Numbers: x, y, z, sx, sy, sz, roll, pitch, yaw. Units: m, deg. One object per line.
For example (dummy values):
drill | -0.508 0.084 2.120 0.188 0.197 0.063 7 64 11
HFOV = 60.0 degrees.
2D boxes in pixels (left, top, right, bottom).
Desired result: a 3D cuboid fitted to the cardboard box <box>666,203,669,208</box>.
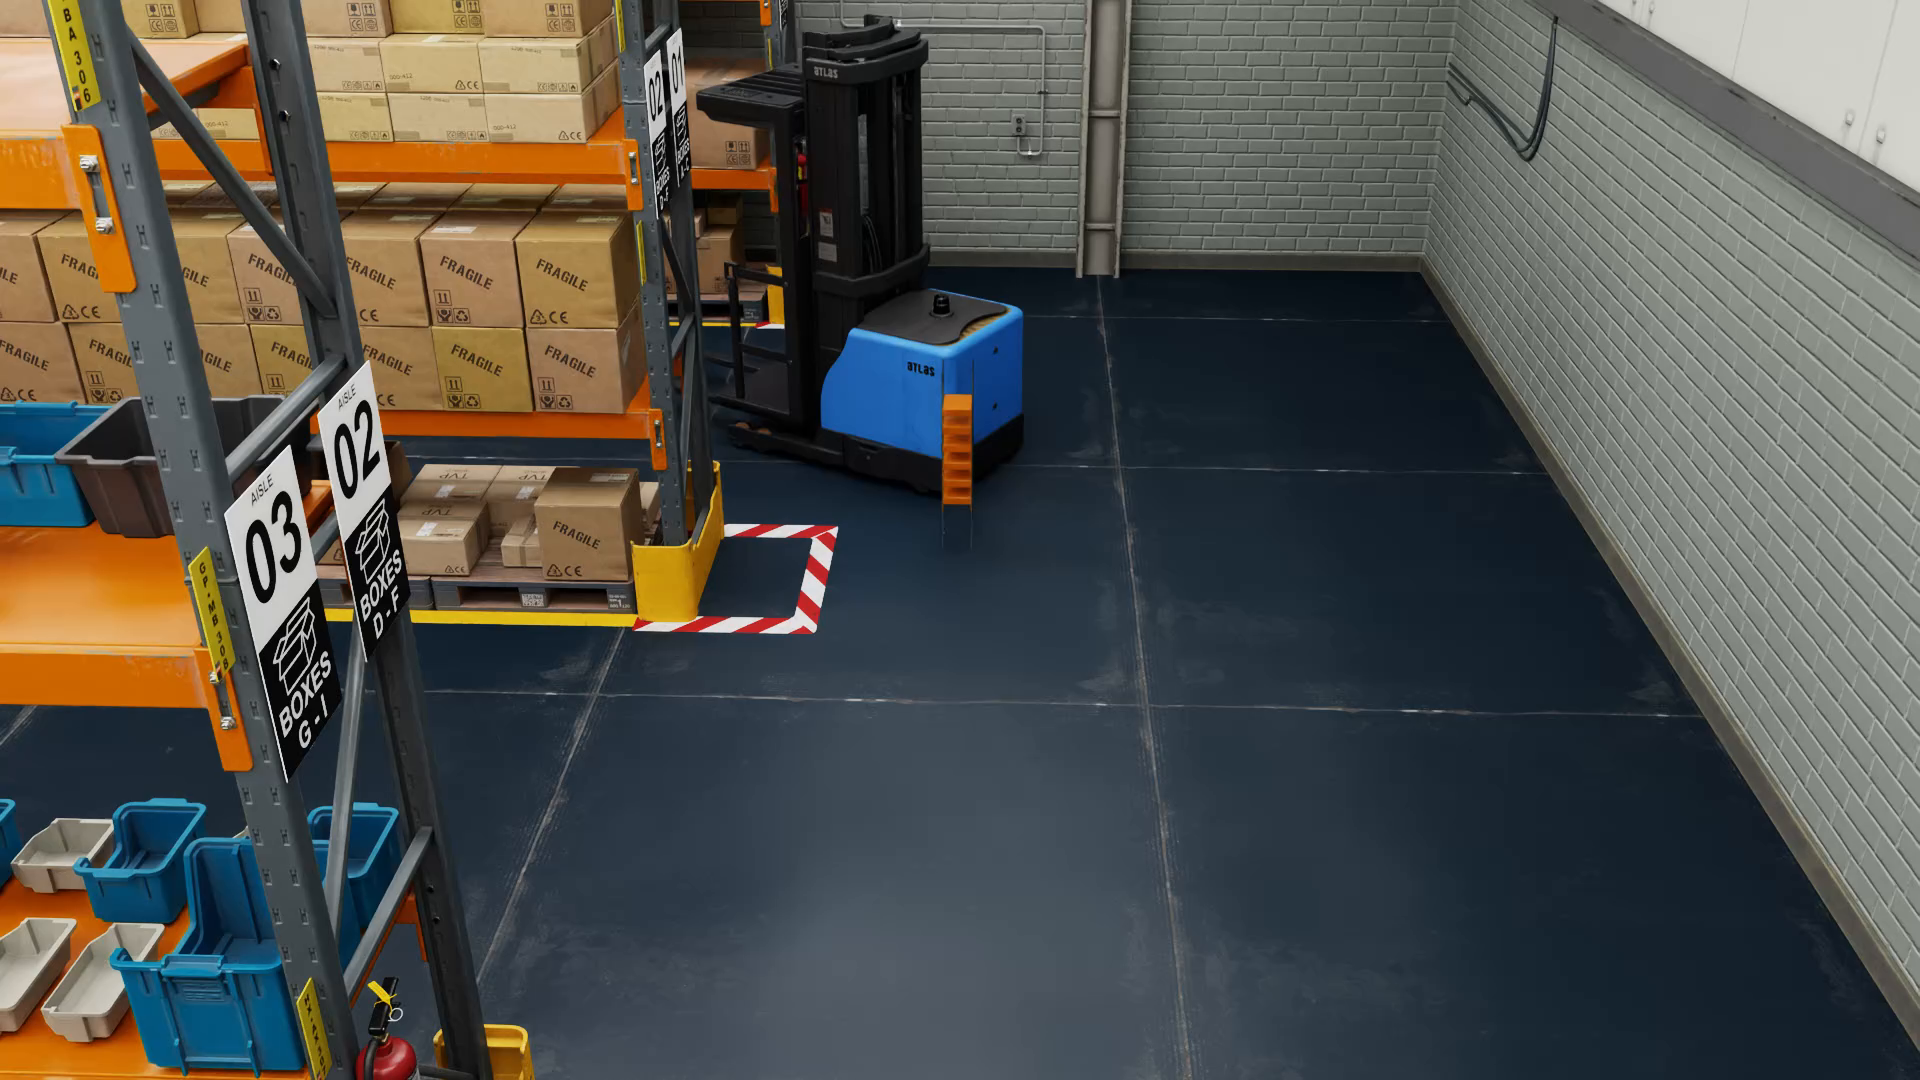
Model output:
cardboard box | -2.540 -2.866 14.407 0.250 0.149 0.380 1 28 2

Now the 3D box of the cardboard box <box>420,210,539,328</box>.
cardboard box | -2.593 -1.488 9.105 0.500 0.500 0.500 2 28 3

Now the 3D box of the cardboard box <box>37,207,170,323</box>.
cardboard box | -4.654 -1.519 9.164 0.500 0.500 0.500 0 28 0

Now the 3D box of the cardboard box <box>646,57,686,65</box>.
cardboard box | -2.700 -3.577 13.900 0.700 0.700 0.980 1 28 1

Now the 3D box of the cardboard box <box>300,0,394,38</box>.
cardboard box | -3.147 -2.933 8.629 0.500 0.500 0.700 1 28 2

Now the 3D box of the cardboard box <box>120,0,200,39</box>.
cardboard box | -4.149 -2.922 8.608 0.500 0.500 0.700 1 28 2

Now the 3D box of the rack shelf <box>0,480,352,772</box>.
rack shelf | -3.811 0.163 4.731 4.000 0.370 1.077 1 28 2

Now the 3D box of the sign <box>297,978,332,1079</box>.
sign | -1.815 1.389 4.678 0.005 0.325 0.100 1 28 2

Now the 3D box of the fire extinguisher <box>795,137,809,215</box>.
fire extinguisher | -1.328 -3.016 13.644 0.183 0.674 0.296 1 28 2

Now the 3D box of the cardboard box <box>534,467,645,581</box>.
cardboard box | -2.185 -0.099 9.858 0.500 0.500 0.500 1 28 2

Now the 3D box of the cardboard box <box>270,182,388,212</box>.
cardboard box | -3.598 -1.755 9.610 0.500 0.500 0.500 1 28 1

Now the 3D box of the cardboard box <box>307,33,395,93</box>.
cardboard box | -3.155 -2.502 8.617 0.500 0.250 0.500 1 28 2

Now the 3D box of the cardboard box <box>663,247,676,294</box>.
cardboard box | -2.665 -2.488 14.386 0.500 0.500 0.700 1 28 2

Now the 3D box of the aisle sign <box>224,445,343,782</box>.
aisle sign | -1.750 0.193 4.333 0.004 0.787 0.394 1 28 2

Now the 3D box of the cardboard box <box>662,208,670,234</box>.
cardboard box | -2.555 -2.687 14.069 0.250 0.149 0.380 2 28 3

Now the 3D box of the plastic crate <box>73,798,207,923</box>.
plastic crate | -2.705 1.082 5.547 0.300 0.233 0.416 1 28 2

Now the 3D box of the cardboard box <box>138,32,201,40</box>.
cardboard box | -4.155 -2.516 8.642 0.500 0.250 0.500 1 28 2

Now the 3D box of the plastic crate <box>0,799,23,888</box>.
plastic crate | -3.363 1.071 5.567 0.300 0.233 0.416 1 28 2

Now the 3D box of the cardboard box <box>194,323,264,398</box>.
cardboard box | -4.119 -1.073 9.390 0.500 0.500 0.500 1 28 2

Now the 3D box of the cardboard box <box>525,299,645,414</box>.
cardboard box | -2.090 -1.039 9.326 0.500 0.500 0.500 2 28 3

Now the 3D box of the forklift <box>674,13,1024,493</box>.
forklift | -1.072 -2.116 11.538 3.031 2.935 1.130 16 32 28

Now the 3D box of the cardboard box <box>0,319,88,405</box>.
cardboard box | -5.131 -1.089 9.421 0.500 0.500 0.500 2 28 3

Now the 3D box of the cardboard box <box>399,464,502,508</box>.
cardboard box | -3.166 -0.253 10.416 0.500 0.250 0.500 1 28 2

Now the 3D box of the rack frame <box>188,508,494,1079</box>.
rack frame | -1.812 1.203 5.203 0.127 3.000 1.000 1 28 2

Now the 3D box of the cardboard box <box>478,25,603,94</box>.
cardboard box | -2.156 -2.484 8.583 0.500 0.250 0.500 1 28 2

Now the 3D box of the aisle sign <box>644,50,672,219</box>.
aisle sign | -1.576 -2.119 8.695 0.004 0.787 0.394 1 28 2

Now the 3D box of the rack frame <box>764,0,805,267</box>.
rack frame | -1.462 -3.434 13.950 0.127 3.000 1.000 1 28 2

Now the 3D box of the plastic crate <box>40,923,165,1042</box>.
plastic crate | -2.633 1.365 5.116 0.243 0.136 0.396 1 28 2

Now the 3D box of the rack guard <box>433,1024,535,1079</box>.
rack guard | -1.787 2.302 5.799 0.348 0.500 1.175 1 28 2

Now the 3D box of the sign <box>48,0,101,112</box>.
sign | -1.815 -1.047 3.387 0.005 0.325 0.100 1 28 2

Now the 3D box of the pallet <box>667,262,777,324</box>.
pallet | -2.264 -2.178 14.559 1.213 0.211 1.003 1 28 2

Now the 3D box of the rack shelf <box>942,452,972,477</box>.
rack shelf | -0.014 -0.491 10.416 0.180 0.103 0.258 1 28 2

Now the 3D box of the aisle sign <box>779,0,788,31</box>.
aisle sign | -1.401 -4.441 13.074 0.004 0.787 0.394 1 28 2

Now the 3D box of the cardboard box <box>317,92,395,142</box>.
cardboard box | -3.155 -2.275 8.721 0.500 0.250 0.500 1 28 2

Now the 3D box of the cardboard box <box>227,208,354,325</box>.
cardboard box | -3.624 -1.502 9.133 0.500 0.500 0.500 2 28 3

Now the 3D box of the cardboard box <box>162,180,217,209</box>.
cardboard box | -4.604 -1.773 9.643 0.500 0.500 0.500 0 28 1

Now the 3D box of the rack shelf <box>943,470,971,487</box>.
rack shelf | -0.014 -0.385 10.472 0.180 0.103 0.258 1 28 2

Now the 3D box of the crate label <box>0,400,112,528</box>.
crate label | -2.722 -0.223 4.849 0.502 0.251 0.408 1 28 2

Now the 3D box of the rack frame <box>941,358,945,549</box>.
rack frame | -0.106 -0.532 10.398 0.006 1.200 0.240 1 28 2

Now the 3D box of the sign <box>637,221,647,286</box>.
sign | -1.673 -1.507 8.742 0.005 0.325 0.100 1 28 2

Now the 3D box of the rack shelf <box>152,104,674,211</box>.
rack shelf | -3.632 -2.156 9.104 4.000 0.370 1.077 1 28 2

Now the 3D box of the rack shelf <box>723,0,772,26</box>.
rack shelf | -3.461 -4.474 13.479 4.000 0.370 1.077 1 28 2

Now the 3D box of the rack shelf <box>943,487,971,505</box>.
rack shelf | -0.014 -0.279 10.528 0.180 0.103 0.258 1 28 2

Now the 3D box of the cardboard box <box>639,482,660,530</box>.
cardboard box | -2.040 -0.218 10.457 0.250 0.149 0.380 1 28 2

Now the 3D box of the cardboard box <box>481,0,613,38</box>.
cardboard box | -2.147 -2.927 8.618 0.500 0.500 0.700 1 28 2

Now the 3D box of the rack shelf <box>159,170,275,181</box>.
rack shelf | -7.458 -3.215 14.306 4.000 0.370 1.077 1 28 2

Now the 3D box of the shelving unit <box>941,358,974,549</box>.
shelving unit | -0.014 -0.530 10.395 0.189 1.200 0.258 1 28 2

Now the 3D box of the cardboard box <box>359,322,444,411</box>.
cardboard box | -3.107 -1.057 9.360 0.500 0.500 0.500 1 28 2

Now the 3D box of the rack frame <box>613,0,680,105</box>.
rack frame | -1.633 -3.766 8.171 0.127 3.000 1.000 1 28 2

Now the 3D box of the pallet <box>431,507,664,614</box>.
pallet | -2.506 0.103 10.256 1.213 0.211 1.003 1 28 2

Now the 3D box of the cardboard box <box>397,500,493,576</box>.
cardboard box | -3.134 -0.018 9.973 0.500 0.250 0.500 1 28 2

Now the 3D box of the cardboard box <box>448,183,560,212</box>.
cardboard box | -2.590 -1.737 9.575 0.500 0.500 0.500 1 28 2

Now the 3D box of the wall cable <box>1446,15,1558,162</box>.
wall cable | 4.178 -4.452 12.781 0.112 2.526 3.097 1 28 2

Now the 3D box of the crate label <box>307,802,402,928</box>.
crate label | -2.047 1.093 5.526 0.303 0.233 0.416 1 28 2

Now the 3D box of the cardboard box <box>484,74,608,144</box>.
cardboard box | -2.156 -2.259 8.692 0.500 0.250 0.500 1 28 2

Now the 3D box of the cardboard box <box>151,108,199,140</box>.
cardboard box | -4.154 -2.297 8.764 0.500 0.250 0.500 1 28 2
